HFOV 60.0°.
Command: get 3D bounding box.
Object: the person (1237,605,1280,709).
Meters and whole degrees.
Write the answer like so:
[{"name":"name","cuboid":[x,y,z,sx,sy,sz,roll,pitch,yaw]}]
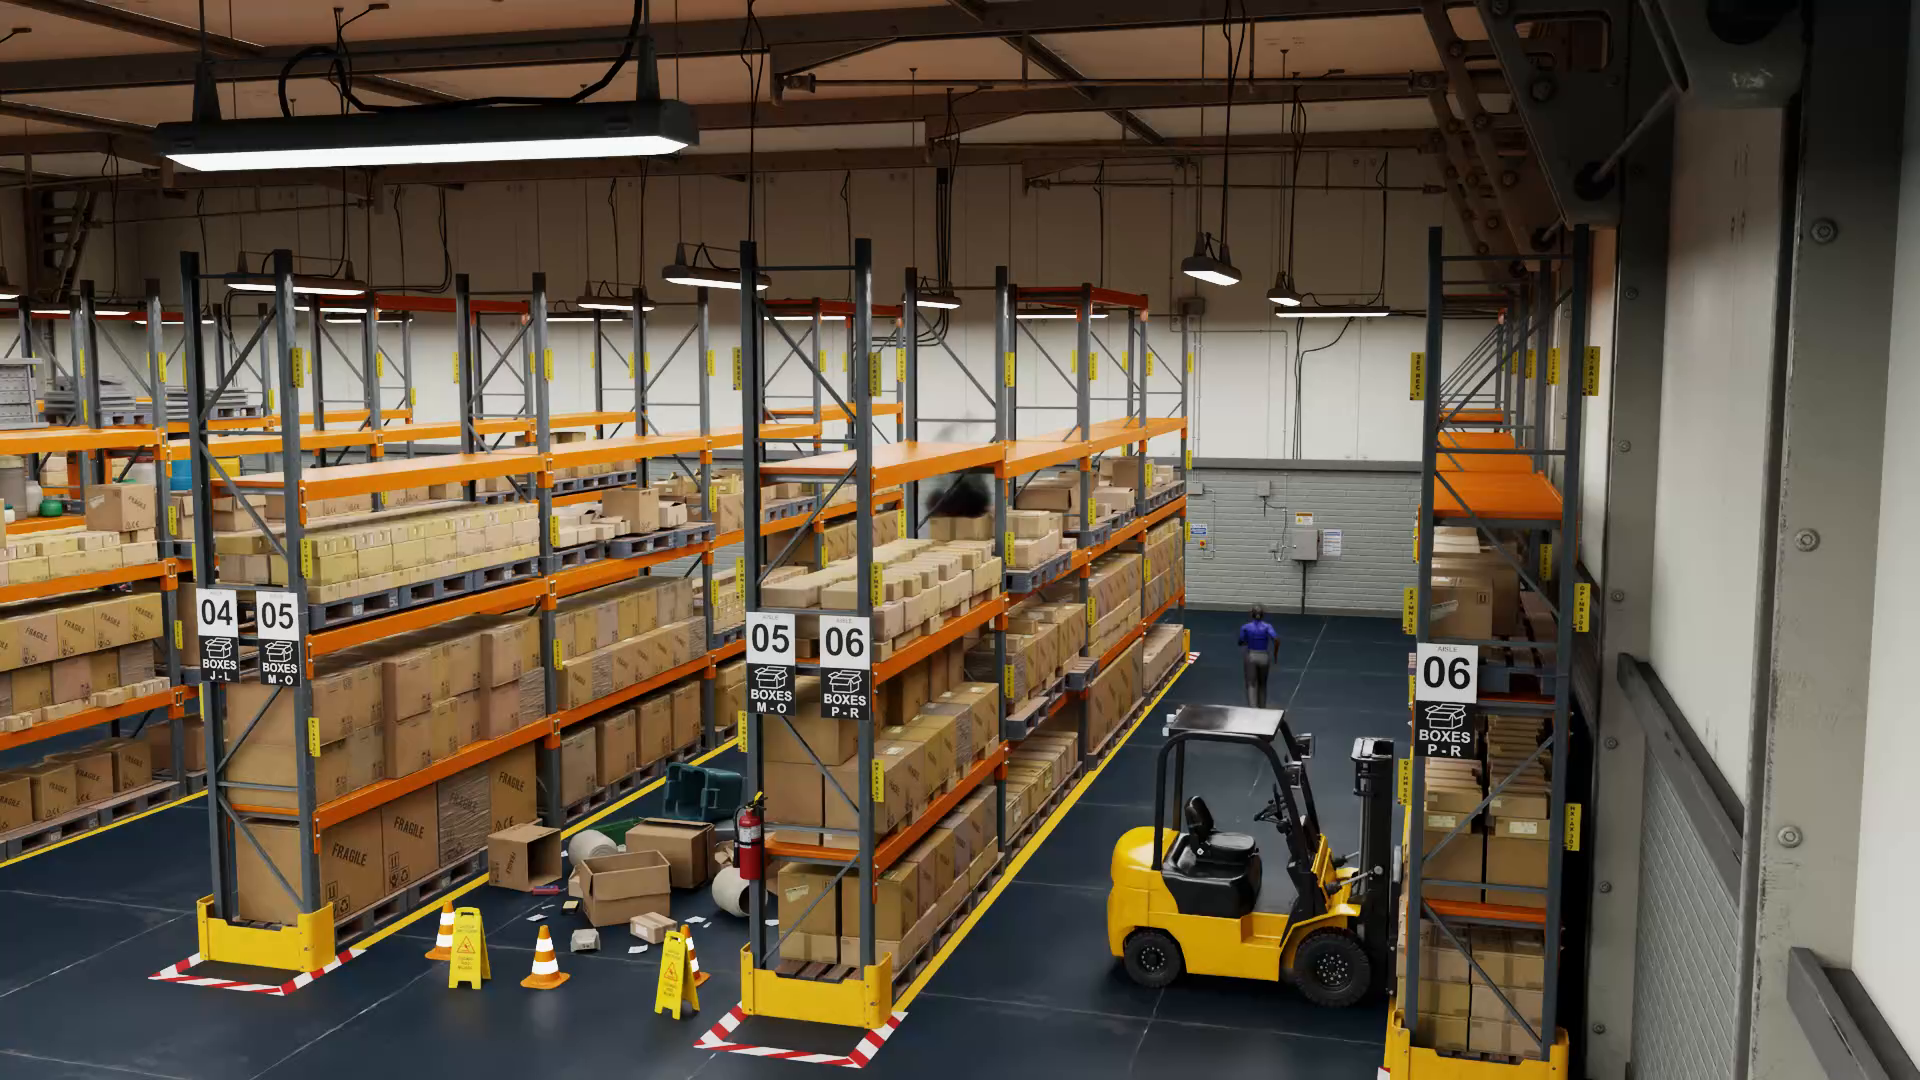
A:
[{"name":"person","cuboid":[4.149,1.745,23.184,0.557,1.702,0.833,0,6,3]}]
